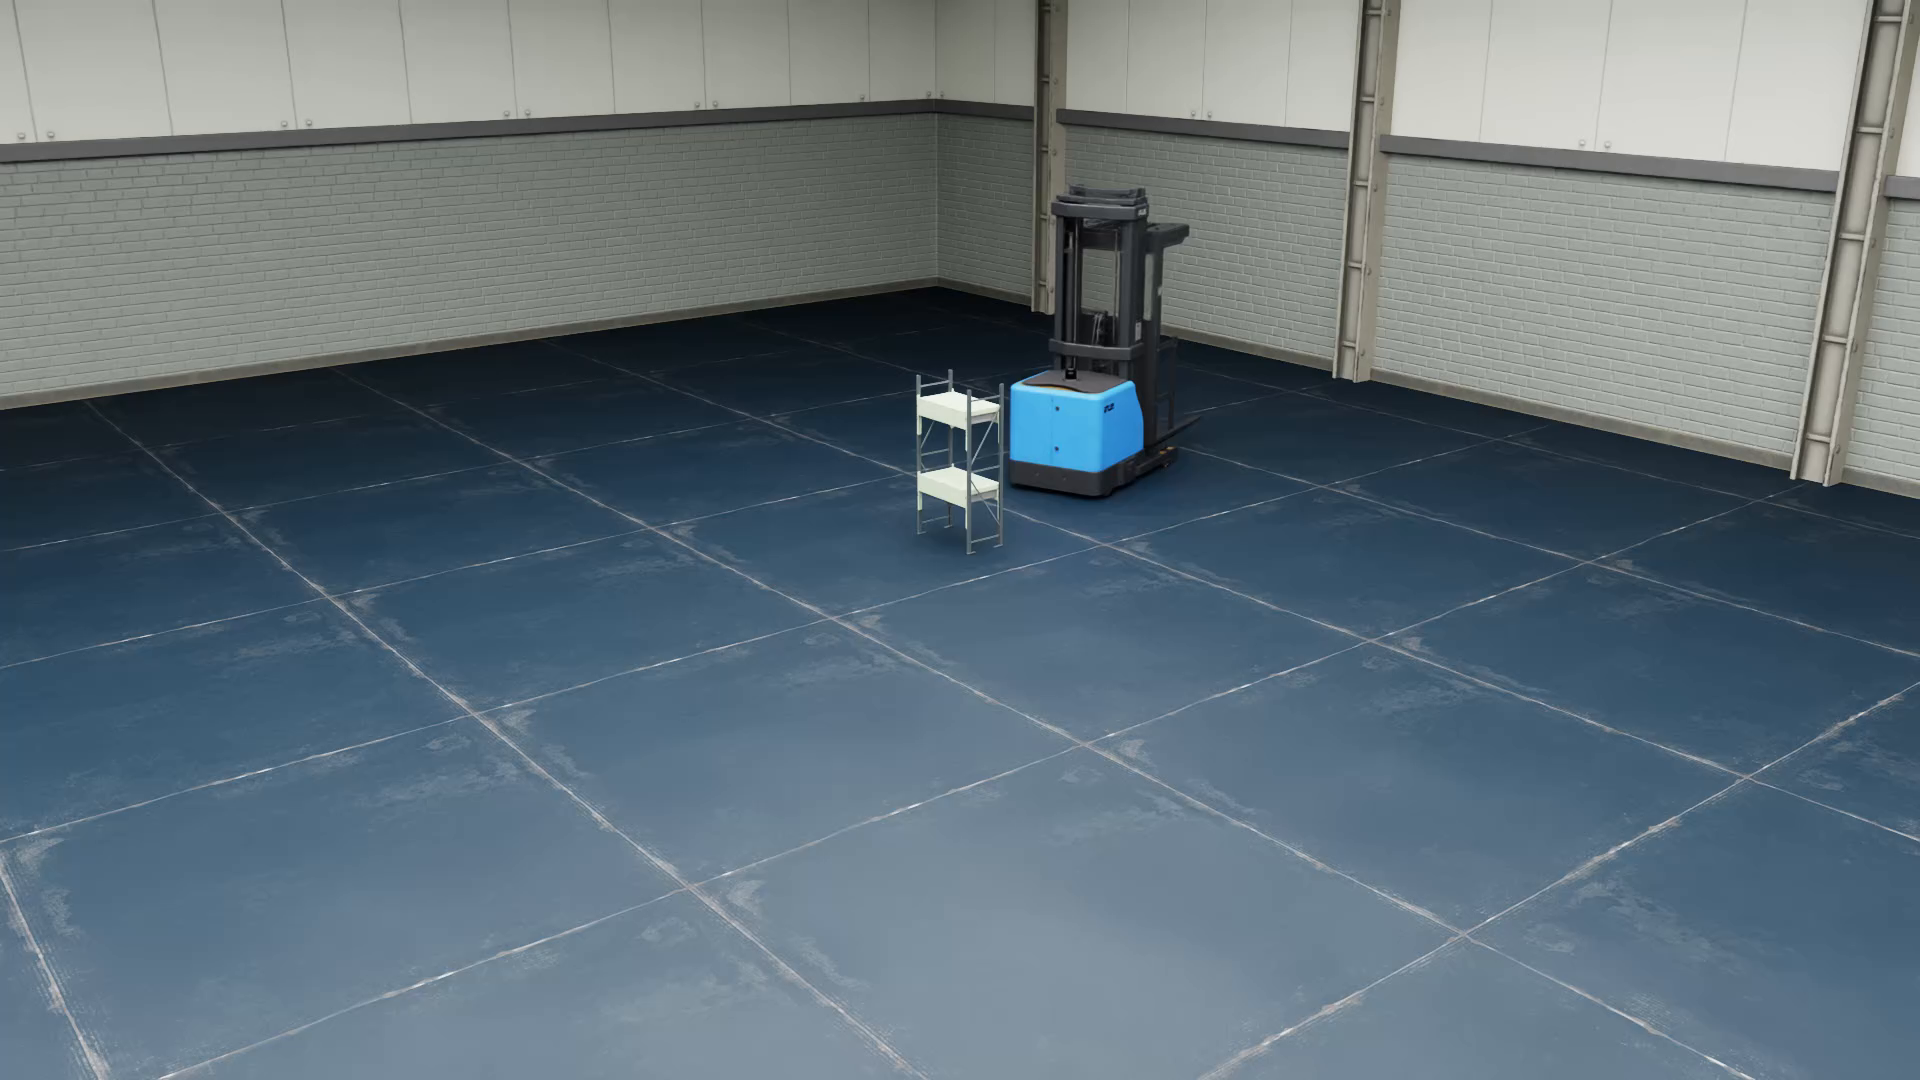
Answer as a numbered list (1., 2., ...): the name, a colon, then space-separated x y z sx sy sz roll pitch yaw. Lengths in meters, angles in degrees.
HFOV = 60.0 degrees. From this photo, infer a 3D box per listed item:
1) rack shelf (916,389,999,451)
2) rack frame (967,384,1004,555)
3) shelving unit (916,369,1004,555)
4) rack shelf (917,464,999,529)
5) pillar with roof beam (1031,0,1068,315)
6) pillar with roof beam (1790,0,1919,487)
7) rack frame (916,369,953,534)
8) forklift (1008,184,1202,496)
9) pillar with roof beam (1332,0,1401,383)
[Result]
1. rack shelf: -0.004 -1.084 14.897 0.431 0.370 0.720 -14 23 -36
2. rack frame: 0.223 -0.623 14.747 0.400 1.500 0.023 -14 23 -36
3. shelving unit: -0.004 -0.714 15.019 0.431 1.500 0.755 -14 23 -36
4. rack shelf: -0.004 -0.404 15.122 0.431 0.370 0.720 -14 23 -36
5. pillar with roof beam: -2.017 -7.007 22.096 9.100 9.000 0.400 -14 23 -36
6. pillar with roof beam: 5.434 -4.050 13.166 9.100 9.000 0.400 -14 23 -36
7. rack frame: -0.231 -0.804 15.292 0.400 1.500 0.023 -14 23 -36
8. forklift: 1.676 -2.235 17.336 1.130 2.935 3.031 11 21 29
9. pillar with roof beam: 1.708 -5.529 17.631 9.100 9.000 0.400 -14 23 -36
